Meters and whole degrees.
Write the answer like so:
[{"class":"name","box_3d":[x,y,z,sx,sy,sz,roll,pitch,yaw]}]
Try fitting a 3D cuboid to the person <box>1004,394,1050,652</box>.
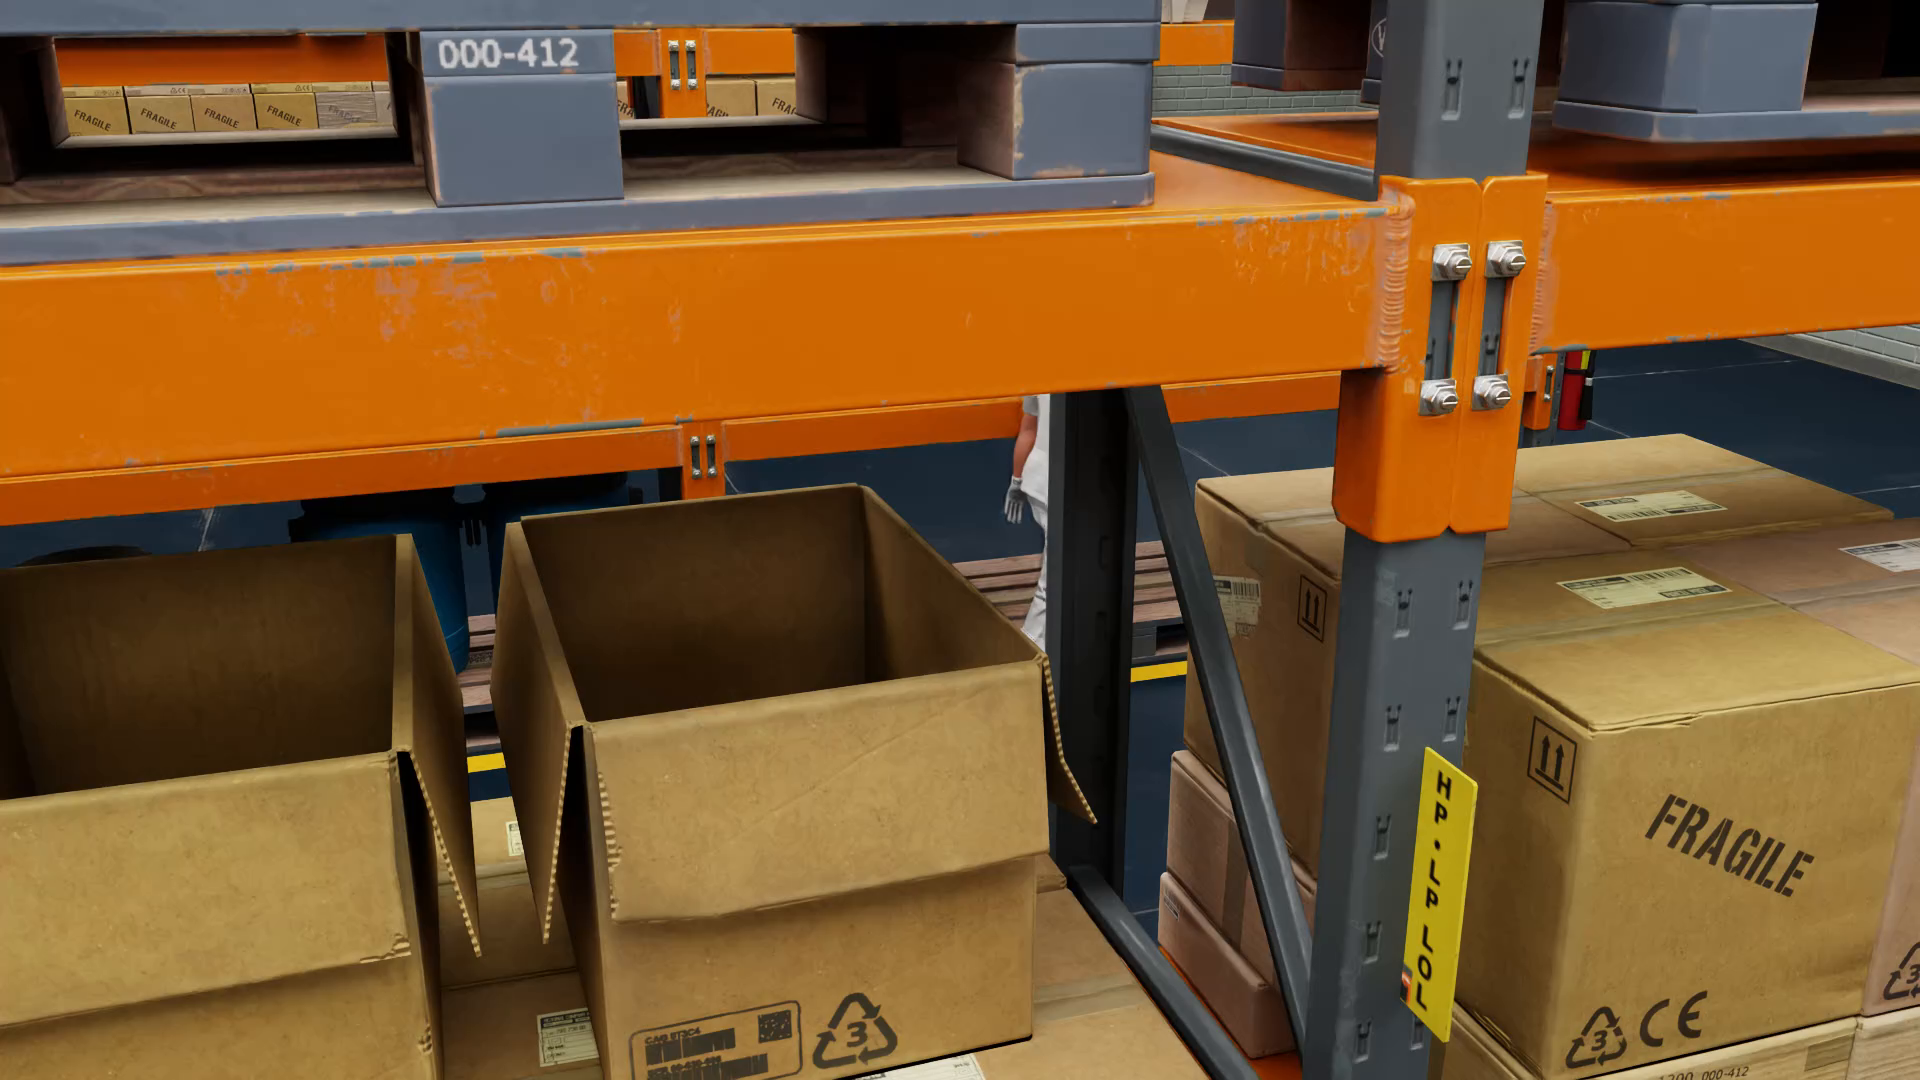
[{"class":"person","box_3d":[0.447,-0.147,6.910,0.527,1.776,0.580,-10,21,-27]}]
